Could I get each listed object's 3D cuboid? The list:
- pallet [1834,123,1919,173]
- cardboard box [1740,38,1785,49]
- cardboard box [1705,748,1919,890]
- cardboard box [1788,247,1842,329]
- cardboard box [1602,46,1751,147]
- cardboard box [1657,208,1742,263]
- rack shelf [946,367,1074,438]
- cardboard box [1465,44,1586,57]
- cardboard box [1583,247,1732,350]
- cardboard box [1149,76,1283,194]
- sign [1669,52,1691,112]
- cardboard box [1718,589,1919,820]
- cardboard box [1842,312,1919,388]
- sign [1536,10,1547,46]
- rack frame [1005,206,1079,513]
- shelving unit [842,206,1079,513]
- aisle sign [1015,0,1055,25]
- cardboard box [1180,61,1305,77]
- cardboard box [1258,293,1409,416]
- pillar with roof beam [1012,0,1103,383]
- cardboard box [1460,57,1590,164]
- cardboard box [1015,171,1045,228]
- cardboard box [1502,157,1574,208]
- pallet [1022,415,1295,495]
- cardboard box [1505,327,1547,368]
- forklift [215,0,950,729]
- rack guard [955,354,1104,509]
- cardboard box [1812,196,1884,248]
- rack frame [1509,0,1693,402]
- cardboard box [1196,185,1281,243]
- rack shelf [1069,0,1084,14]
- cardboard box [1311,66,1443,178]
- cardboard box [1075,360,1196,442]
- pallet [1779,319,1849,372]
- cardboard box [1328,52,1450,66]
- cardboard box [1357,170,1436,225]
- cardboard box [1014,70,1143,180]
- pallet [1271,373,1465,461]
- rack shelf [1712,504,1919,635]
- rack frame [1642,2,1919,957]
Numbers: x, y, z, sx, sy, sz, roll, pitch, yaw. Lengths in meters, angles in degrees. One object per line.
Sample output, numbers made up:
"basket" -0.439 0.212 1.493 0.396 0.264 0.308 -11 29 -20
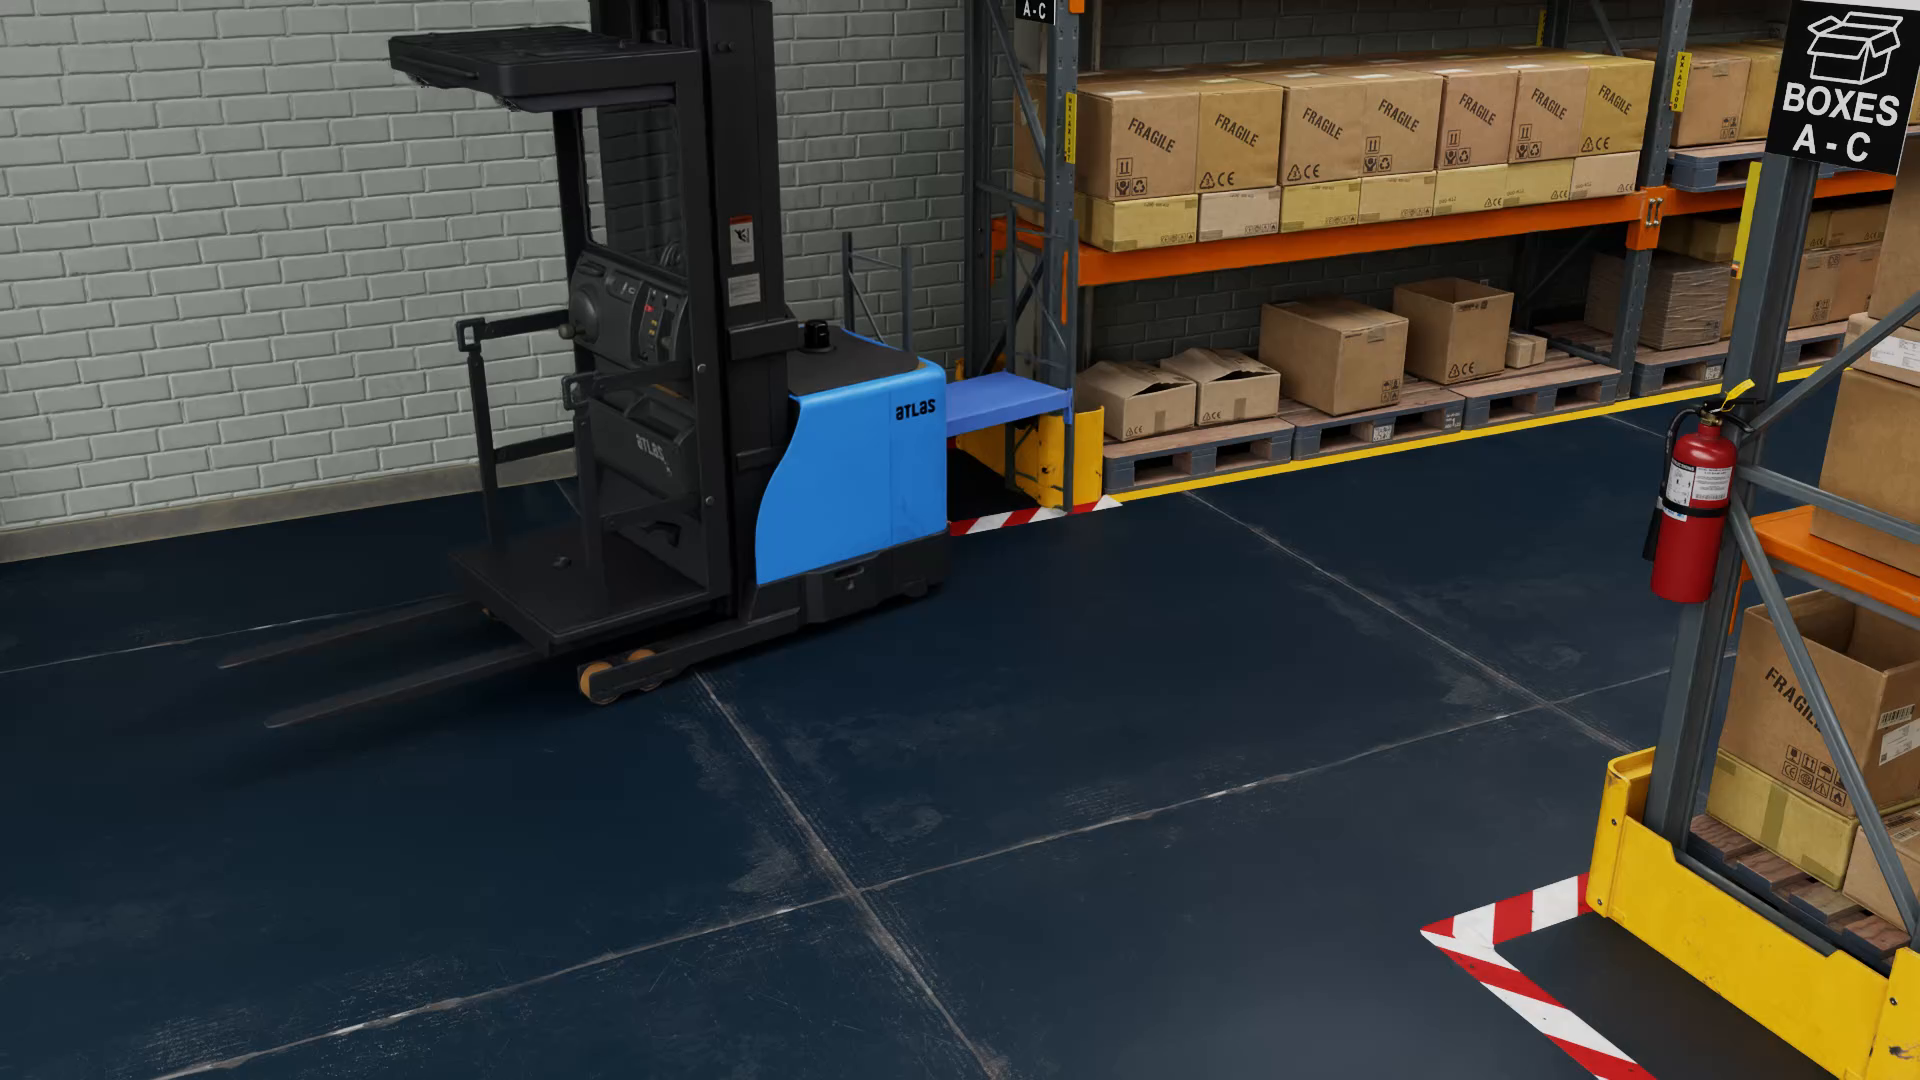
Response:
"pallet" 5.734 -2.653 10.988 1.213 0.211 1.003 -10 25 -24
"cardboard box" 5.456 -2.953 10.756 0.500 0.500 0.700 -7 23 -16
"cardboard box" 2.798 0.835 5.357 0.500 0.250 0.500 -10 25 -24
"cardboard box" 5.473 -1.770 11.298 0.500 0.500 0.700 -10 25 -23
"cardboard box" 4.369 -2.743 10.248 0.500 0.500 0.700 -10 25 -23
"cardboard box" 4.947 -2.017 10.915 0.500 0.250 0.500 -11 25 -25
"rack shelf" 0.015 -0.624 8.219 1.000 0.185 0.538 -17 27 -36
"cardboard box" 3.382 -2.701 10.043 0.500 0.500 0.500 -11 25 -25
"cardboard box" 4.552 -1.597 10.879 0.500 0.500 0.700 -10 24 -22
"cardboard box" 1.302 -2.098 8.585 0.500 0.500 0.500 -10 25 -23
"sign" 4.138 -2.635 9.562 0.005 0.325 0.100 -10 25 -24
"cardboard box" 2.797 0.488 5.215 0.500 0.500 0.500 -10 25 -24
"cardboard box" 2.705 -0.526 4.619 0.250 0.149 0.380 -11 25 -25
"sign" 3.652 -3.146 10.415 0.005 0.325 0.100 -10 25 -24
"rack frame" 0.408 -0.911 8.452 0.032 1.500 0.500 -17 27 -36
"shelving unit" 0.014 -0.792 8.153 1.048 1.500 0.538 -17 27 -36
"aisle sign" 0.357 -2.843 7.797 0.004 0.787 0.394 -10 25 -24
"cardboard box" 1.546 -2.362 9.225 0.500 0.500 0.500 -11 25 -25
"cardboard box" 2.150 -1.088 9.650 0.500 0.500 0.700 -12 25 -27
"pillar with roof beam" 2.414 -3.460 4.842 0.400 9.000 9.100 -10 25 -24
"cardboard box" 3.157 -2.437 9.406 0.500 0.500 0.500 -11 25 -24
"cardboard box" 0.629 -1.841 8.947 0.500 0.250 0.500 -10 25 -23
"cardboard box" 3.148 -2.098 9.566 0.500 0.250 0.500 -10 25 -23
"pallet" 1.107 -0.604 9.433 1.213 0.211 1.003 -10 25 -24
"cardboard box" 3.427 -1.216 10.394 0.250 0.166 0.380 -14 26 -30
"forklift" -1.518 -0.924 6.649 3.031 2.935 1.130 -17 28 -35
"rack guard" 0.360 -0.615 9.082 0.348 0.500 1.175 -10 25 -24
"cardboard box" 5.872 -2.182 11.311 0.500 0.250 0.500 -11 25 -24
"rack frame" 3.896 -2.421 10.176 0.127 3.000 1.000 -10 25 -24
"cardboard box" 1.331 -1.760 8.749 0.500 0.250 0.500 -11 25 -25
"rack shelf" 2.094 -3.142 8.938 4.000 0.370 1.077 -10 25 -24
"cardboard box" 2.230 -2.271 9.004 0.500 0.500 0.500 -10 24 -22
"cardboard box" 0.954 -0.802 9.205 0.500 0.311 0.500 -14 26 -30
"pallet" 5.697 -1.466 11.515 1.213 0.211 1.003 -10 25 -24
"cardboard box" 2.462 -2.536 9.644 0.500 0.500 0.500 -10 24 -22
"cardboard box" 2.249 -1.925 9.149 0.500 0.250 0.500 -10 25 -23
"cardboard box" 0.624 -2.195 8.820 0.500 0.500 0.500 -11 25 -24
"pallet" 2.205 -0.805 9.918 1.213 0.211 1.003 -10 25 -24
"rack shelf" 4.245 -0.050 5.389 4.000 0.370 1.077 -10 25 -24
"rack frame" 2.443 -0.051 4.450 0.127 3.000 1.000 -10 25 -24
